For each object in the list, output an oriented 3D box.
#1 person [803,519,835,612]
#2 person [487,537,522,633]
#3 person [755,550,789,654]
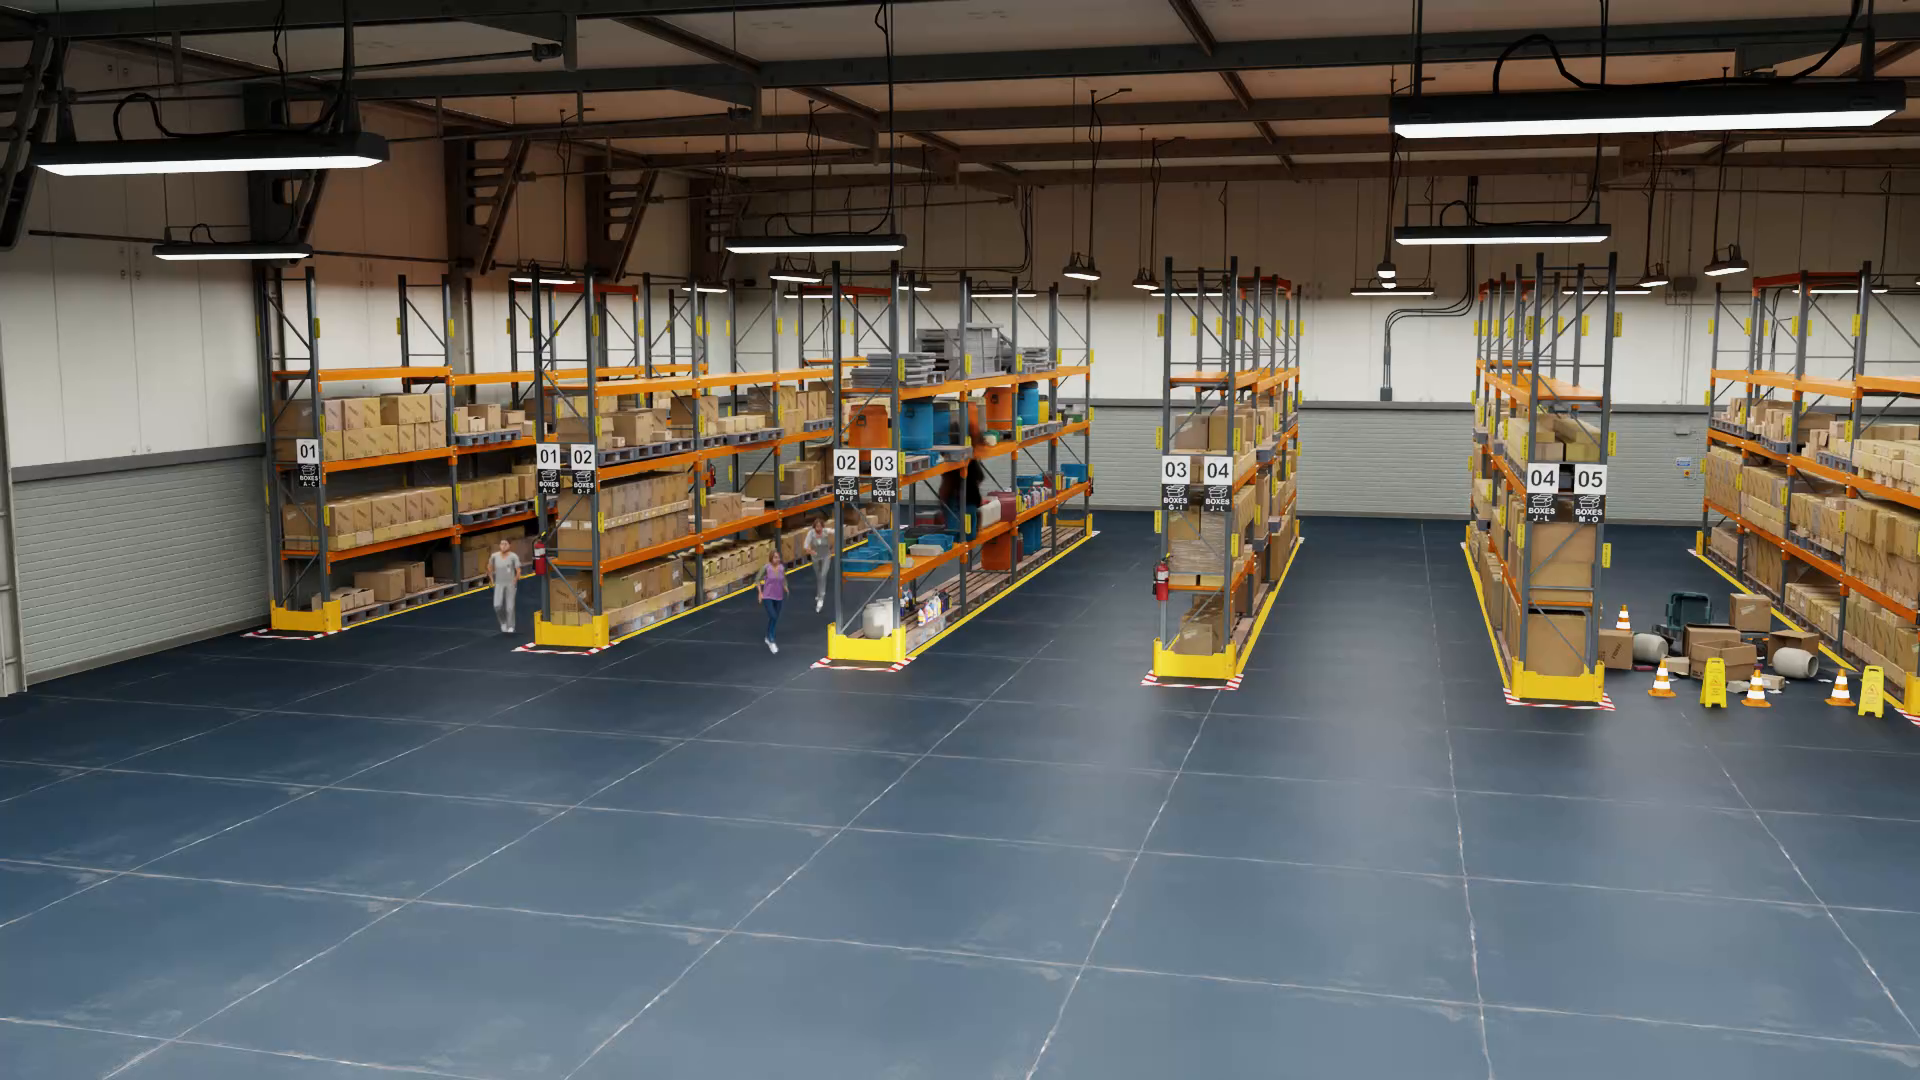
[{"bbox_3d":[-2.382,0.383,28.496,0.576,1.583,0.862,0,7,-2],"label":"person"},{"bbox_3d":[-7.469,0.750,27.260,0.562,1.612,0.667,-1,7,-9],"label":"person"},{"bbox_3d":[-2.910,0.948,25.877,0.443,1.622,0.797,-5,9,-33],"label":"person"}]
